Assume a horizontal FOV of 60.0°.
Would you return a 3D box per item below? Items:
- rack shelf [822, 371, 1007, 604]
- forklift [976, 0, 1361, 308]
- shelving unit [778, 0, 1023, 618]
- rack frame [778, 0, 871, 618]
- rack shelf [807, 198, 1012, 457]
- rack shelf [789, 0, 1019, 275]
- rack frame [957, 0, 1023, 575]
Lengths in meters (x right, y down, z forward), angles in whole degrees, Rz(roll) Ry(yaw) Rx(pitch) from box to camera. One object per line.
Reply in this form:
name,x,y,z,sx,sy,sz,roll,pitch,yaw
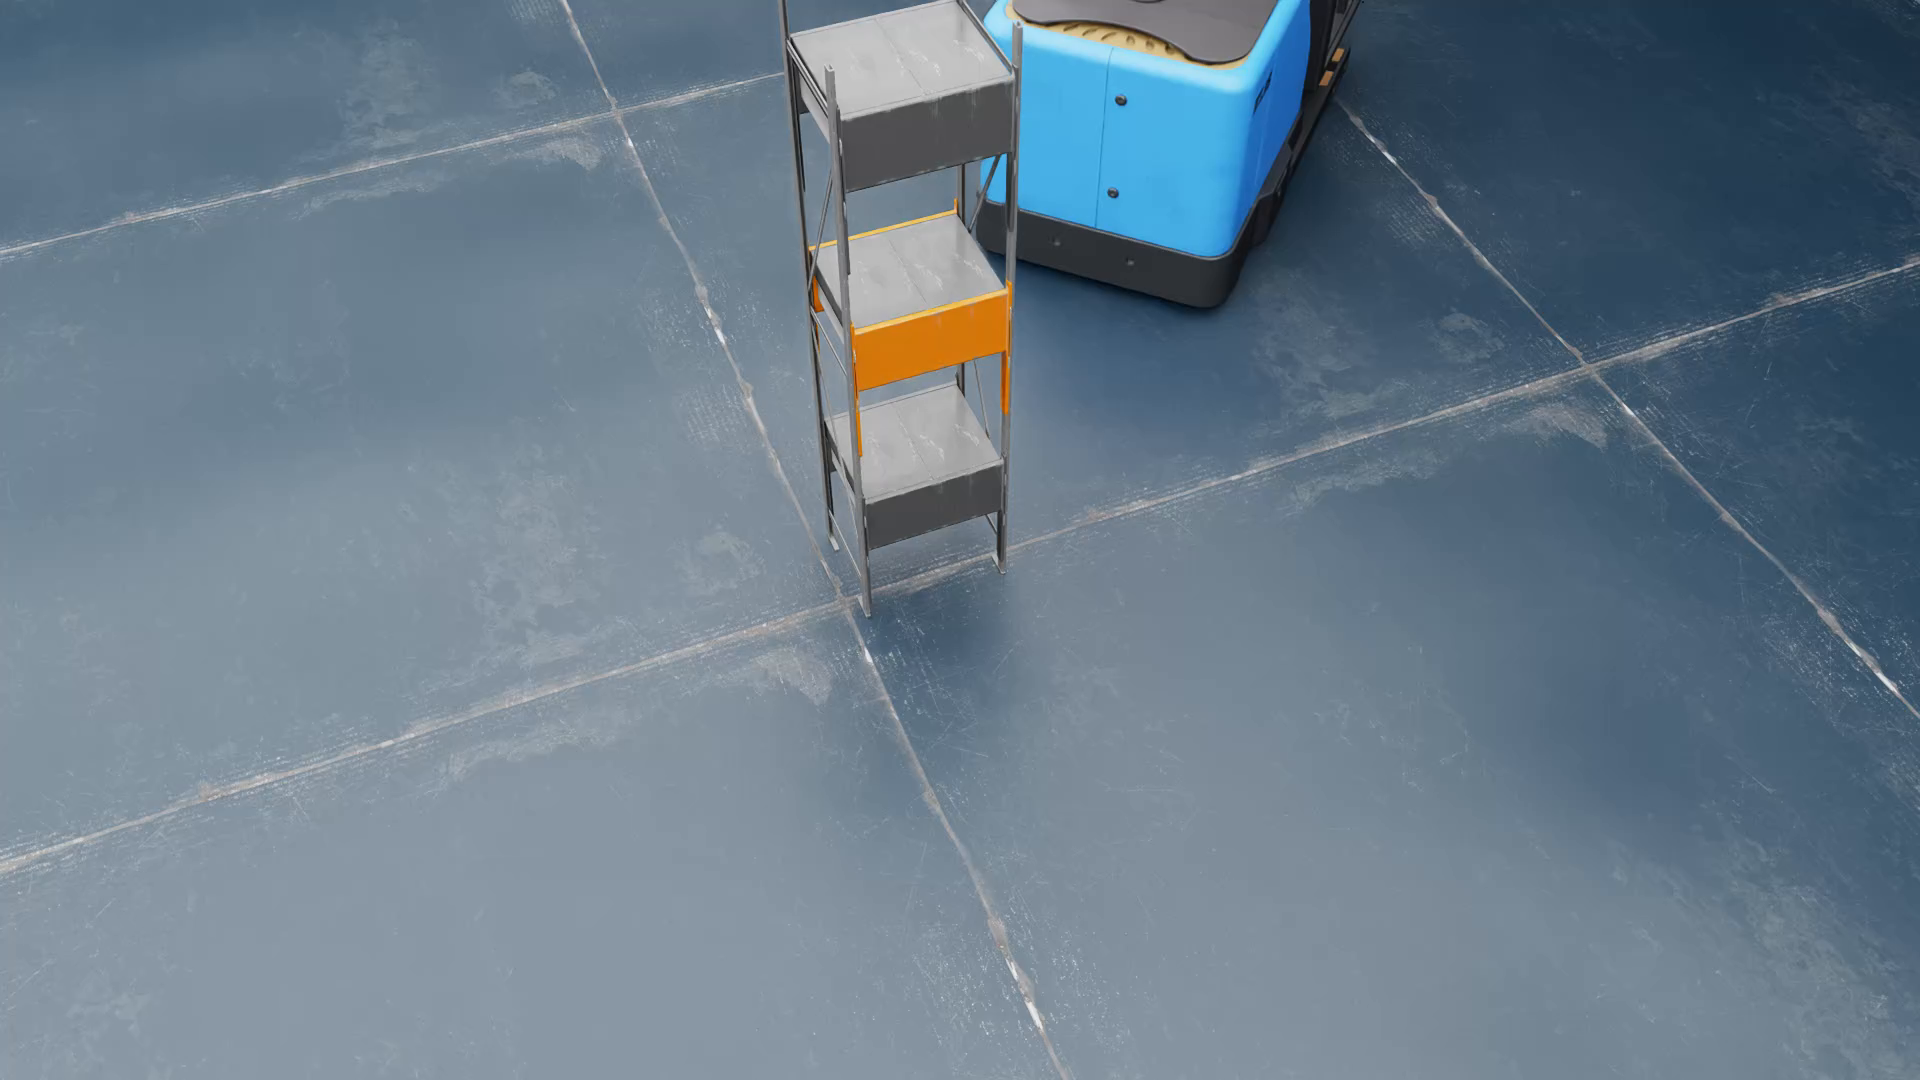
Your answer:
rack shelf,-0.153,-0.172,5.454,0.480,0.518,0.431,-17,52,-14
forklift,1.108,-2.993,6.388,1.130,2.935,3.031,18,52,15
shelving unit,-0.153,-0.637,4.913,0.503,2.100,0.431,-17,52,-14
rack frame,-0.379,-0.567,4.853,0.015,2.100,0.400,-17,52,-14
rack shelf,-0.153,-0.628,4.923,0.480,0.518,0.431,-17,52,-14
rack shelf,-0.153,-1.084,4.392,0.480,0.518,0.431,-17,52,-14
rack frame,0.073,-0.707,4.973,0.015,2.100,0.400,-17,52,-14
